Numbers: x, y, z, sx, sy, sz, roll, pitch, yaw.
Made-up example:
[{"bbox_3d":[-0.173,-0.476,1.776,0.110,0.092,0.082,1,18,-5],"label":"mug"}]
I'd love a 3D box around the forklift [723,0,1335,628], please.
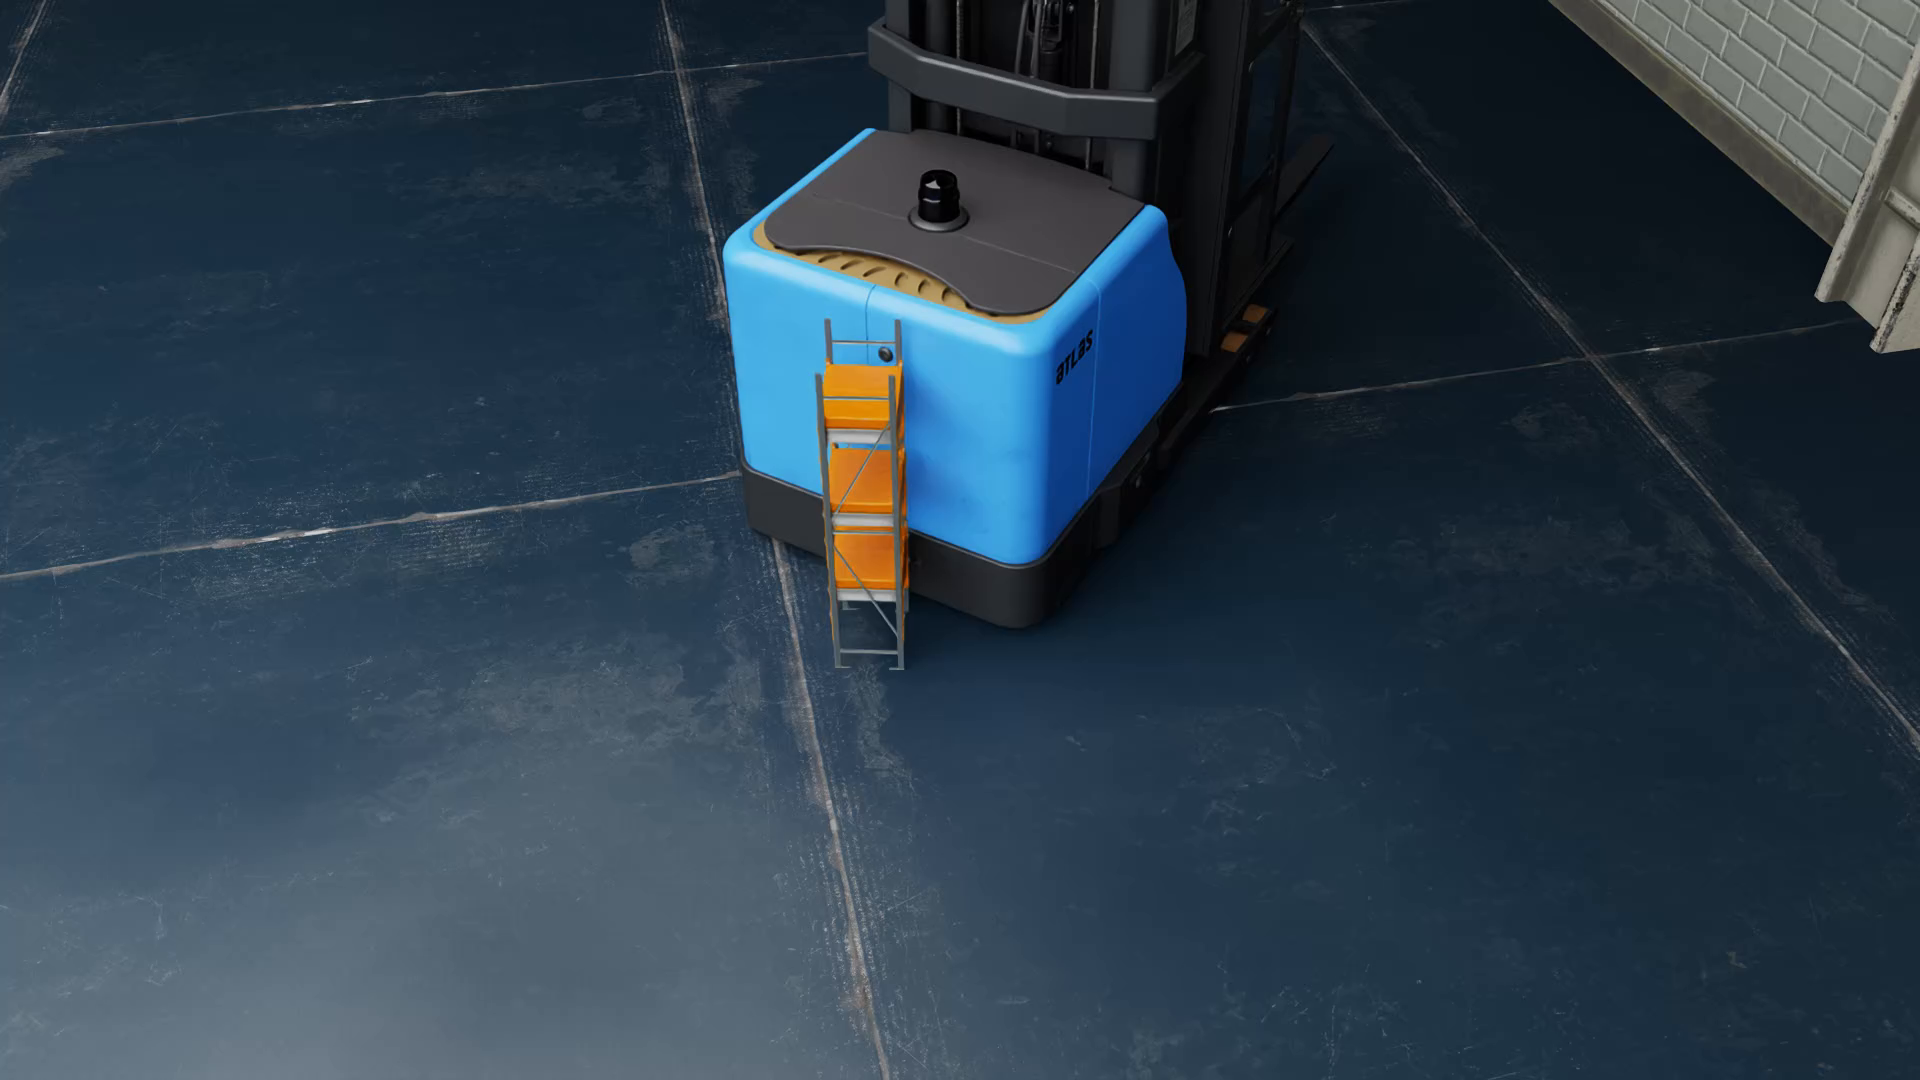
[{"bbox_3d":[0.490,-1.805,5.075,1.130,2.935,3.031,20,46,22],"label":"forklift"}]

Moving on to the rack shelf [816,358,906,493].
[{"bbox_3d":[-0.257,-0.303,4.389,0.215,0.259,0.240,1,42,2],"label":"rack shelf"}]

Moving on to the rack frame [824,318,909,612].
[{"bbox_3d":[-0.253,-0.179,4.661,0.200,1.050,0.008,1,42,2],"label":"rack frame"}]

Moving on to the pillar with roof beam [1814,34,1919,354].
[{"bbox_3d":[-0.779,-3.573,2.496,9.100,9.000,0.400,-8,42,-9],"label":"pillar with roof beam"}]

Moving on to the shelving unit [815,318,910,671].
[{"bbox_3d":[-0.257,-0.099,4.570,0.215,1.050,0.252,1,42,2],"label":"shelving unit"}]

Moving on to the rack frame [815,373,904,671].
[{"bbox_3d":[-0.261,-0.018,4.479,0.200,1.050,0.008,1,42,2],"label":"rack frame"}]

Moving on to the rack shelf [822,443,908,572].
[{"bbox_3d":[-0.257,-0.091,4.577,0.215,0.259,0.240,1,42,2],"label":"rack shelf"}]

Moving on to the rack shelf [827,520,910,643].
[{"bbox_3d":[-0.257,0.117,4.762,0.215,0.259,0.240,1,42,2],"label":"rack shelf"}]
